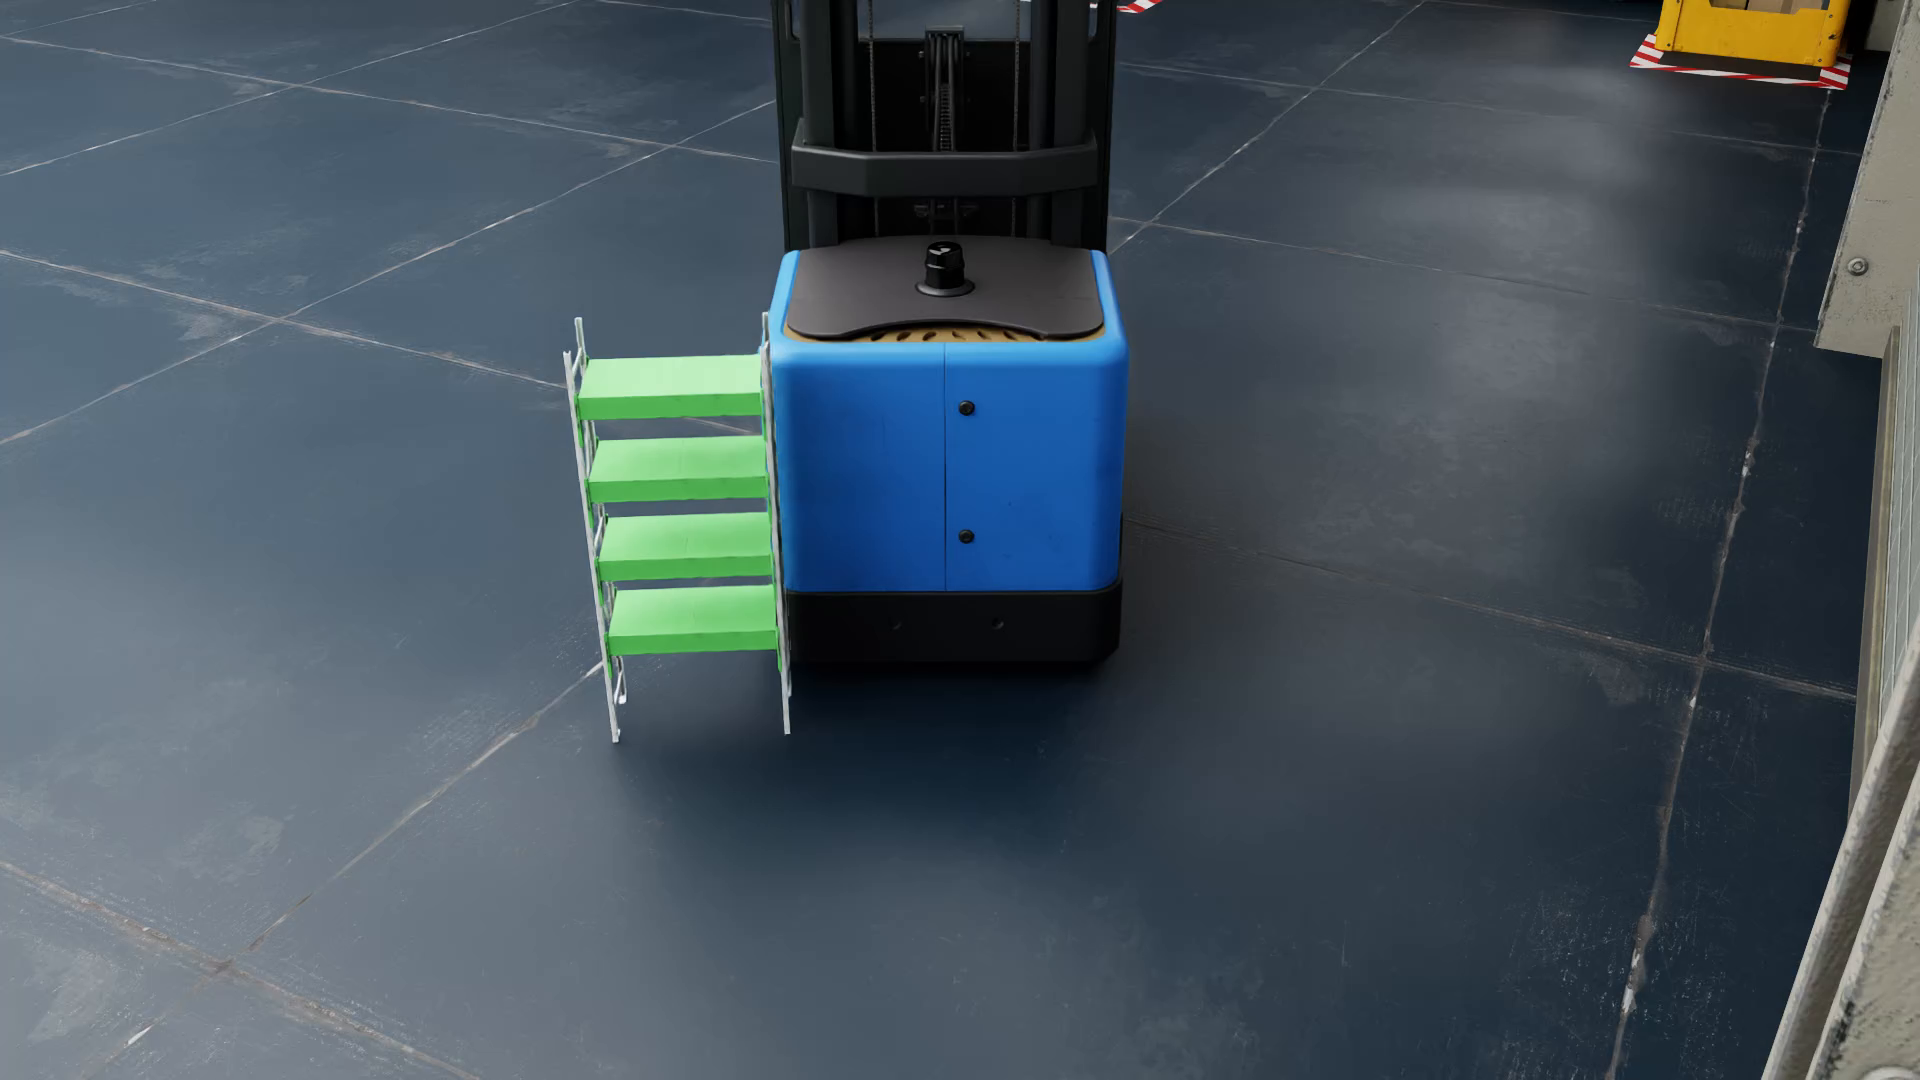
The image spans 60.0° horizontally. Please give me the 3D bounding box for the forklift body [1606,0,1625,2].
[{"bbox_3d":[4.780,-5.633,13.400,2.313,2.155,1.214,14,33,23],"label":"forklift body"}]

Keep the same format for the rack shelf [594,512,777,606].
[{"bbox_3d":[-0.747,0.044,4.597,0.480,0.148,0.258,-2,30,-4],"label":"rack shelf"}]

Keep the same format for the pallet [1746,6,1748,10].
[{"bbox_3d":[5.852,-3.886,12.305,1.003,0.211,1.213,14,33,23],"label":"pallet"}]

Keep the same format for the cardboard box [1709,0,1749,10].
[{"bbox_3d":[5.473,-4.016,12.072,0.500,0.250,0.500,15,33,24],"label":"cardboard box"}]

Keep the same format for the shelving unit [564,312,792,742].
[{"bbox_3d":[-0.747,-0.011,4.565,0.503,1.200,0.258,-2,30,-4],"label":"shelving unit"}]

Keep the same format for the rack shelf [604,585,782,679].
[{"bbox_3d":[-0.747,0.252,4.716,0.480,0.148,0.258,-2,30,-4],"label":"rack shelf"}]

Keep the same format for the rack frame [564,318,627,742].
[{"bbox_3d":[-0.990,-0.003,4.550,0.015,1.200,0.240,-2,30,-4],"label":"rack frame"}]

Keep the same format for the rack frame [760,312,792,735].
[{"bbox_3d":[-0.504,-0.020,4.580,0.015,1.200,0.240,-2,30,-4],"label":"rack frame"}]

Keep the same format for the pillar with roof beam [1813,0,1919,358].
[{"bbox_3d":[0.095,-5.769,6.760,9.100,9.000,0.400,14,33,23],"label":"pillar with roof beam"}]

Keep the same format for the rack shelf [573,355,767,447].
[{"bbox_3d":[-0.747,-0.372,4.358,0.480,0.148,0.258,-2,30,-4],"label":"rack shelf"}]

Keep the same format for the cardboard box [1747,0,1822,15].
[{"bbox_3d":[5.939,-3.910,11.886,0.500,0.250,0.500,14,33,23],"label":"cardboard box"}]

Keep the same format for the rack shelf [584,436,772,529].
[{"bbox_3d":[-0.747,-0.164,4.477,0.480,0.148,0.258,-2,30,-4],"label":"rack shelf"}]

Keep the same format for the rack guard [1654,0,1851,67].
[{"bbox_3d":[5.530,-3.652,11.608,1.175,0.500,0.348,14,33,23],"label":"rack guard"}]

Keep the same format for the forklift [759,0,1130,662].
[{"bbox_3d":[-0.051,-1.598,5.589,1.130,2.935,3.031,0,30,0],"label":"forklift"}]

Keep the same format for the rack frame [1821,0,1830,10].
[{"bbox_3d":[5.541,-4.747,11.004,1.000,3.000,0.127,14,33,23],"label":"rack frame"}]
